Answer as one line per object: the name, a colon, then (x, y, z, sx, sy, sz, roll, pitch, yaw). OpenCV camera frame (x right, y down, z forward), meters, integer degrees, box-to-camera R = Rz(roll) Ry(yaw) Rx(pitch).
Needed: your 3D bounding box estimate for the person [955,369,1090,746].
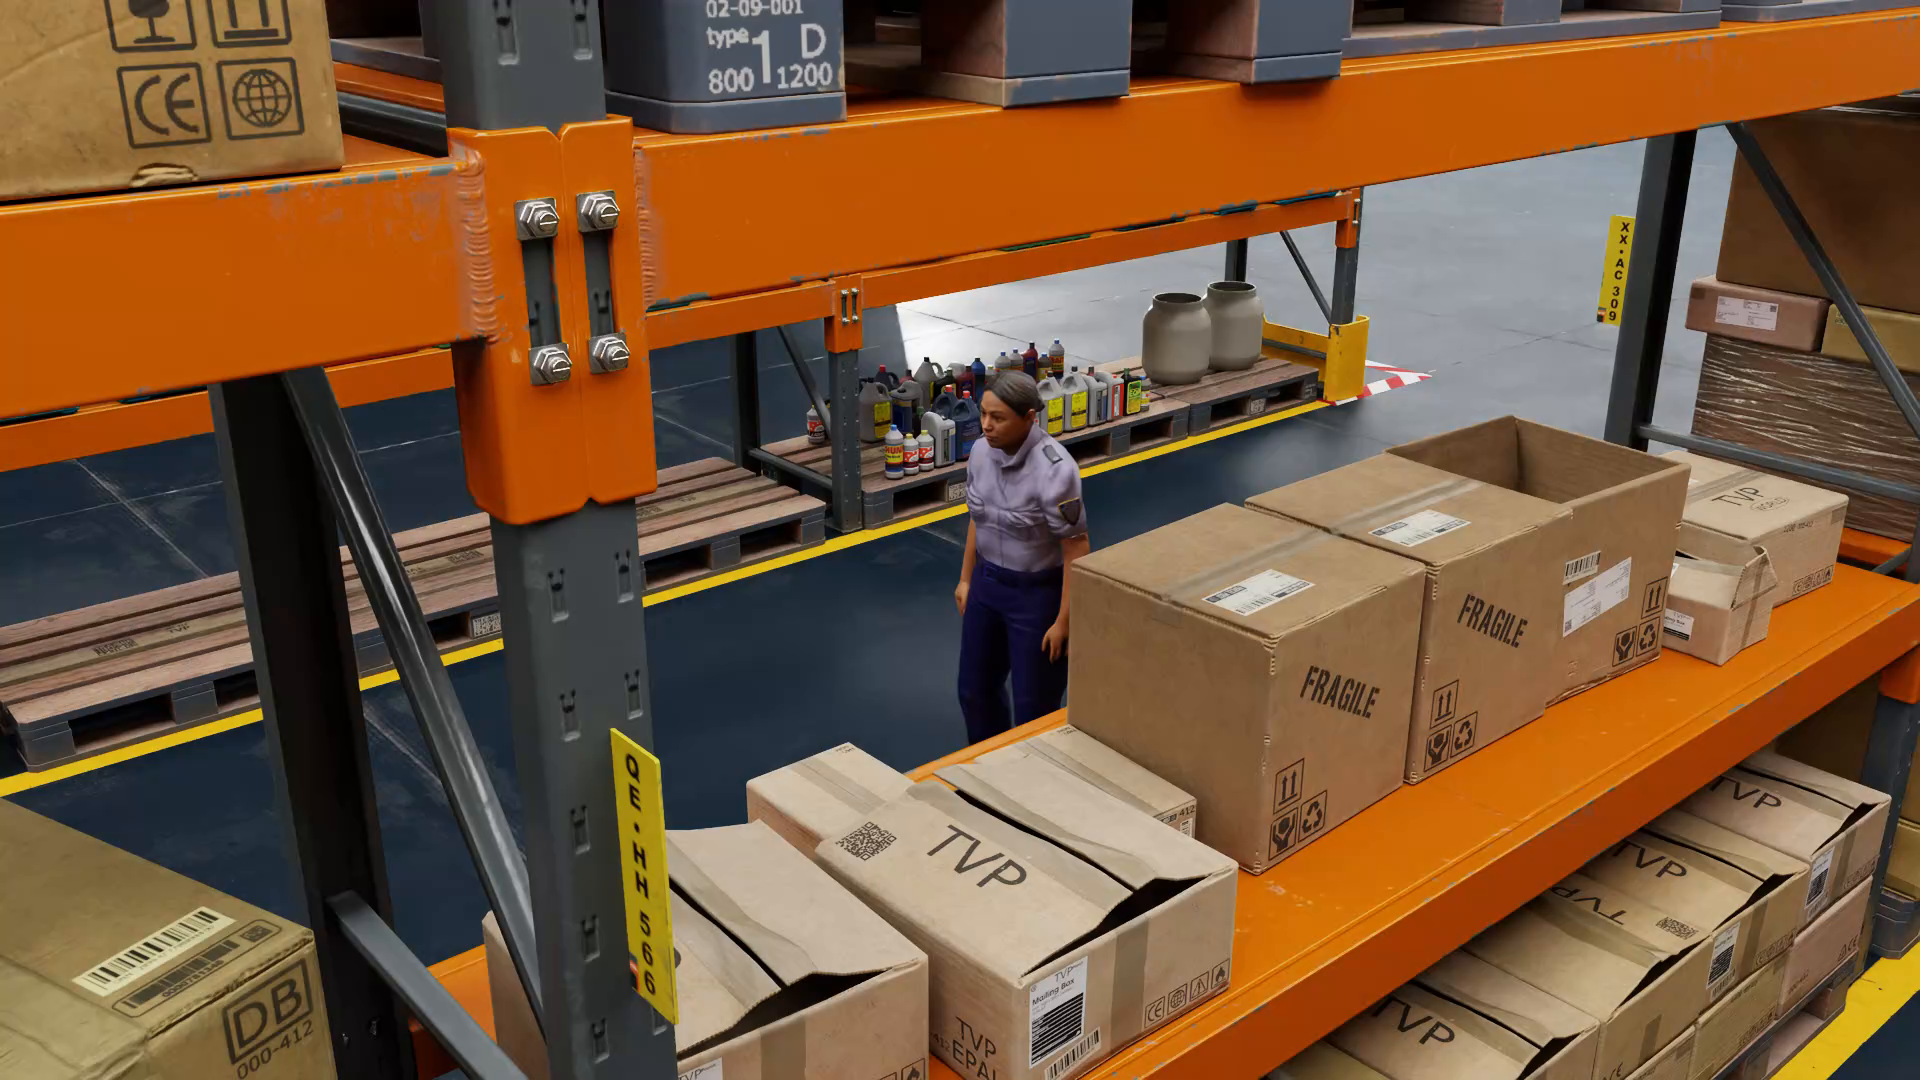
person: (0.194, 0.213, 5.542, 0.367, 1.651, 0.547, -18, 27, -38)
